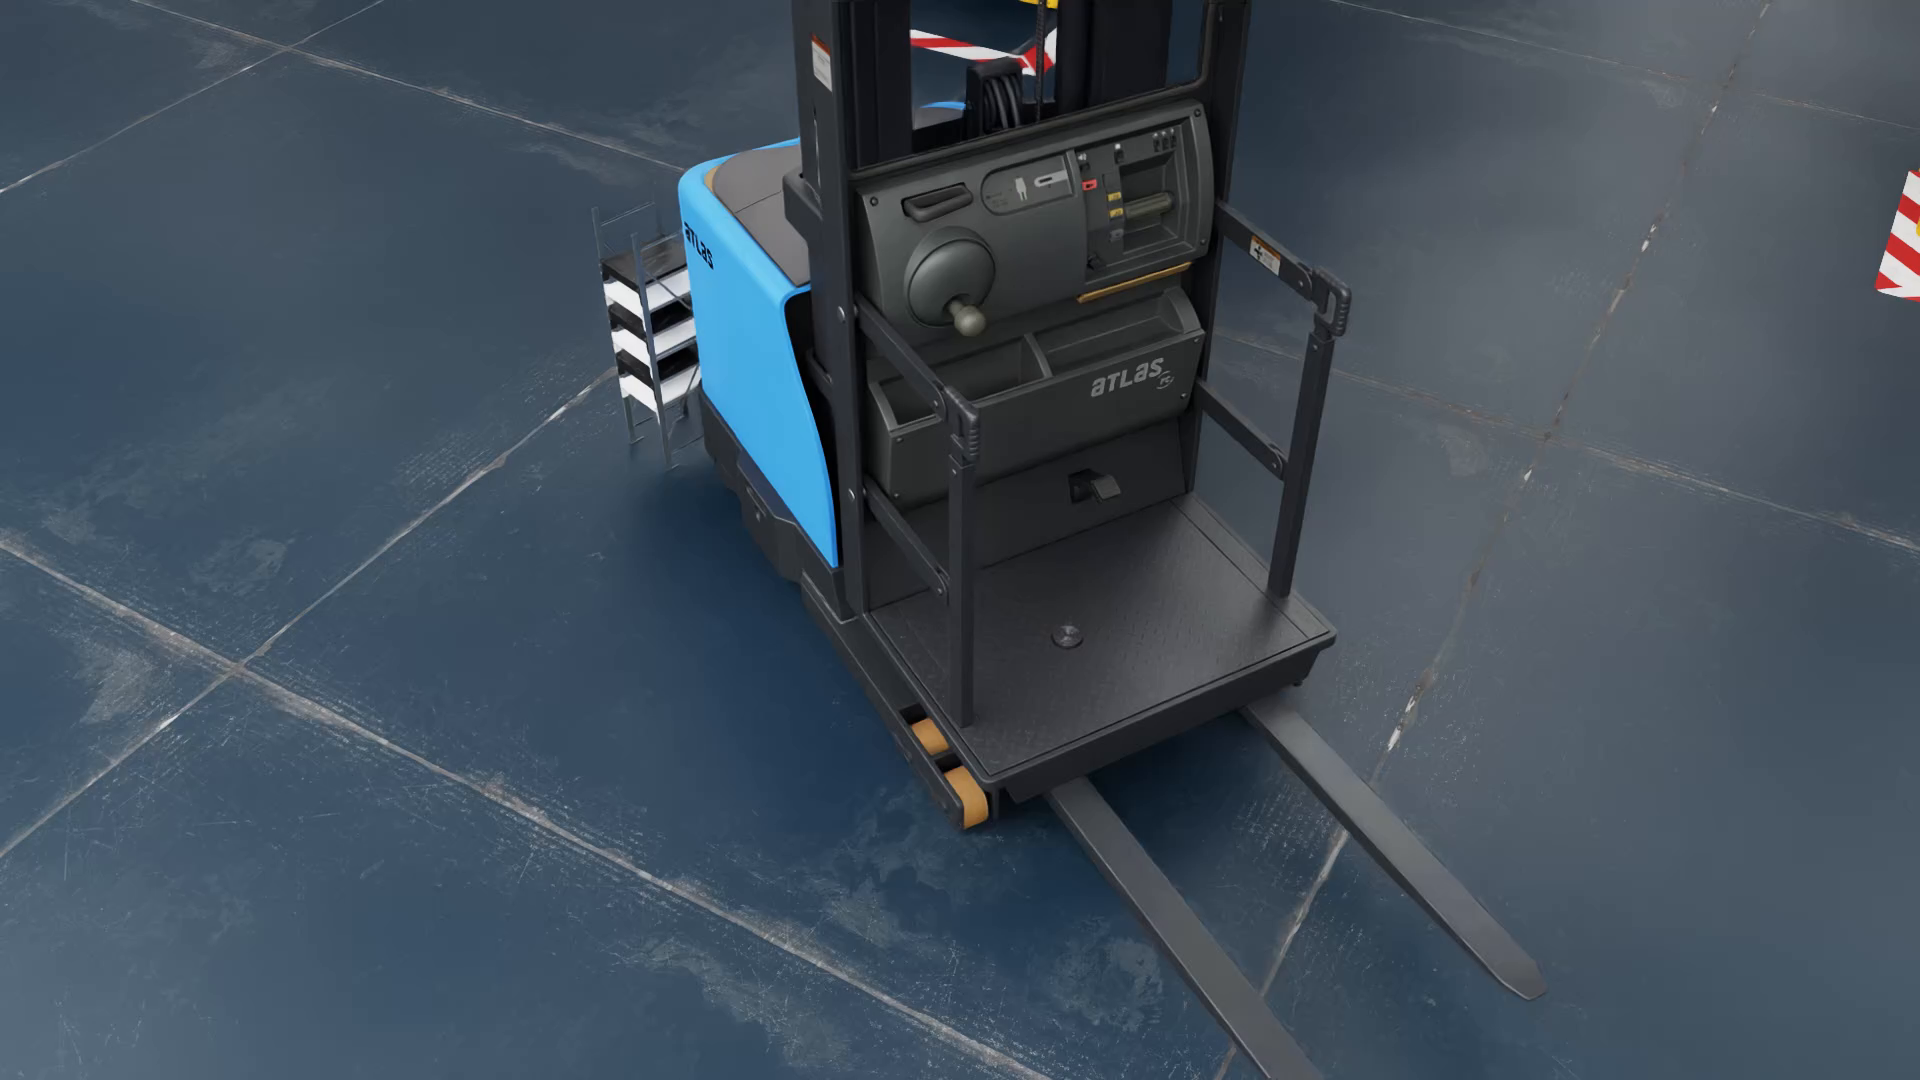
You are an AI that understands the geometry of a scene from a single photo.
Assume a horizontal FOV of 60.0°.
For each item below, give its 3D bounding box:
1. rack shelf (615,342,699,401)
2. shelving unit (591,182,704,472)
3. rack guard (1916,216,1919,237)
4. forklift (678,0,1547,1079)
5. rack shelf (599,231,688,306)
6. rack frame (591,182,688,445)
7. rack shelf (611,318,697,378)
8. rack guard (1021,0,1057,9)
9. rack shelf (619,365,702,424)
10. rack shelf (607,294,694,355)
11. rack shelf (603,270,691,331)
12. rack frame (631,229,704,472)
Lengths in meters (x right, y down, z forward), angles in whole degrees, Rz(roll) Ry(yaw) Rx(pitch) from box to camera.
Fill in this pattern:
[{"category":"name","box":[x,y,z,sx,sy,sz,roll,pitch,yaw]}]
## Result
[{"category":"rack shelf","box":[-0.955,-0.576,5.409,0.258,0.077,0.200,-33,51,-32]},{"category":"shelving unit","box":[-0.955,-0.668,5.328,0.258,0.900,0.210,-33,51,-32]},{"category":"rack guard","box":[4.387,-1.292,6.339,1.175,0.500,0.348,21,45,22]},{"category":"forklift","box":[0.308,-0.686,3.811,1.130,2.935,3.031,-20,45,-21]},{"category":"rack shelf","box":[-0.955,-0.846,5.171,0.258,0.077,0.200,-33,51,-32]},{"category":"rack frame","box":[-1.026,-0.716,5.383,0.240,0.900,0.006,-33,51,-32]},{"category":"rack shelf","box":[-0.955,-0.643,5.350,0.258,0.077,0.200,-33,51,-32]},{"category":"rack guard","box":[0.193,-3.048,8.333,1.175,0.500,0.348,21,45,22]},{"category":"rack shelf","box":[-0.955,-0.508,5.469,0.258,0.077,0.200,-33,51,-32]},{"category":"rack shelf","box":[-0.955,-0.711,5.290,0.258,0.077,0.200,-33,51,-32]},{"category":"rack shelf","box":[-0.955,-0.778,5.231,0.258,0.077,0.200,-33,51,-32]},{"category":"rack frame","box":[-0.884,-0.620,5.273,0.240,0.900,0.006,-33,51,-32]}]
